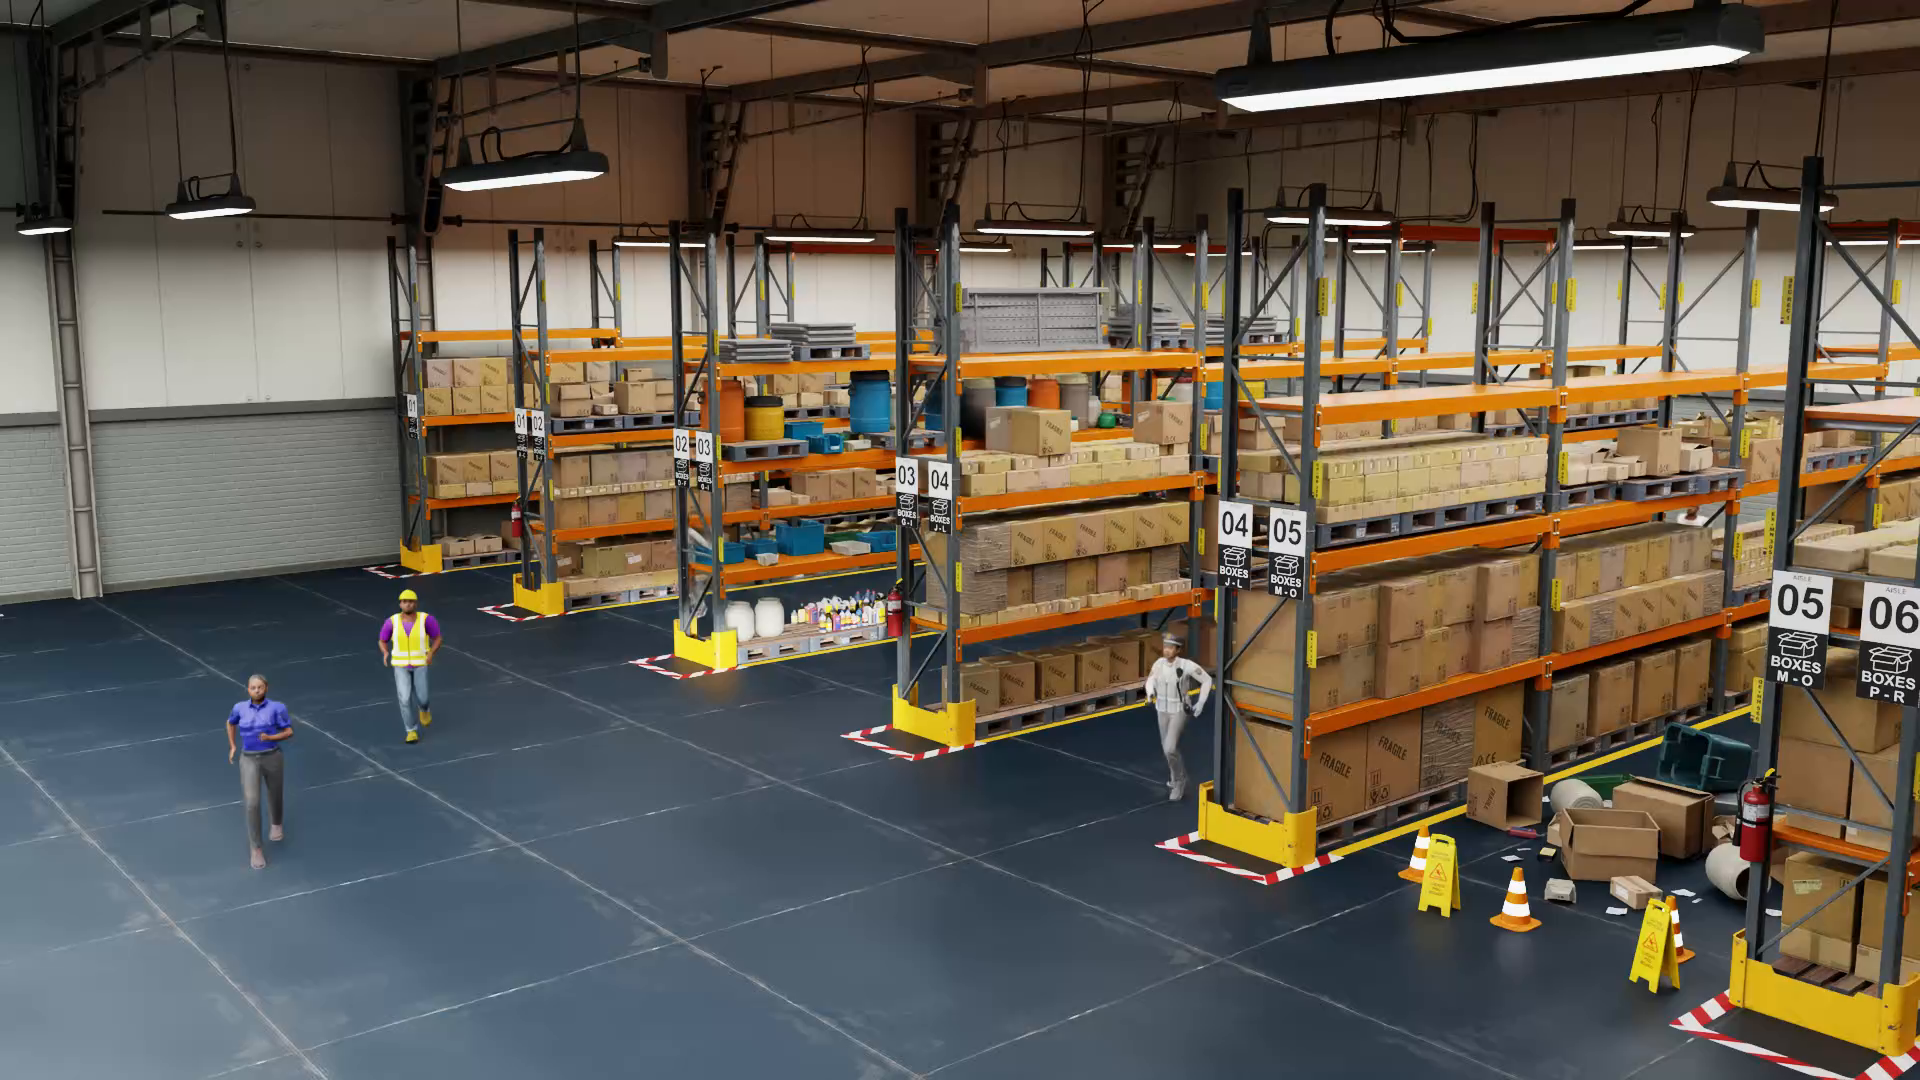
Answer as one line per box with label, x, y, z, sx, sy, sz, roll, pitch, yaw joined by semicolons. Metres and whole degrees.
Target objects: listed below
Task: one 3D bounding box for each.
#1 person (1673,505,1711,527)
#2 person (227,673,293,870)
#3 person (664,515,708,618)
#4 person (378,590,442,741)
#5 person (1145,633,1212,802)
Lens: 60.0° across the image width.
person;11.679;0.198;26.721;0.682;1.744;0.626;7;11;40
person;-6.320;2.037;15.052;0.562;1.682;0.867;-3;9;-21
person;-3.986;0.390;24.249;0.650;1.559;0.559;-7;12;-40
person;-6.275;1.413;18.989;0.690;1.719;0.625;-2;9;-14
person;2.157;1.781;16.800;0.637;1.732;0.699;7;11;39
